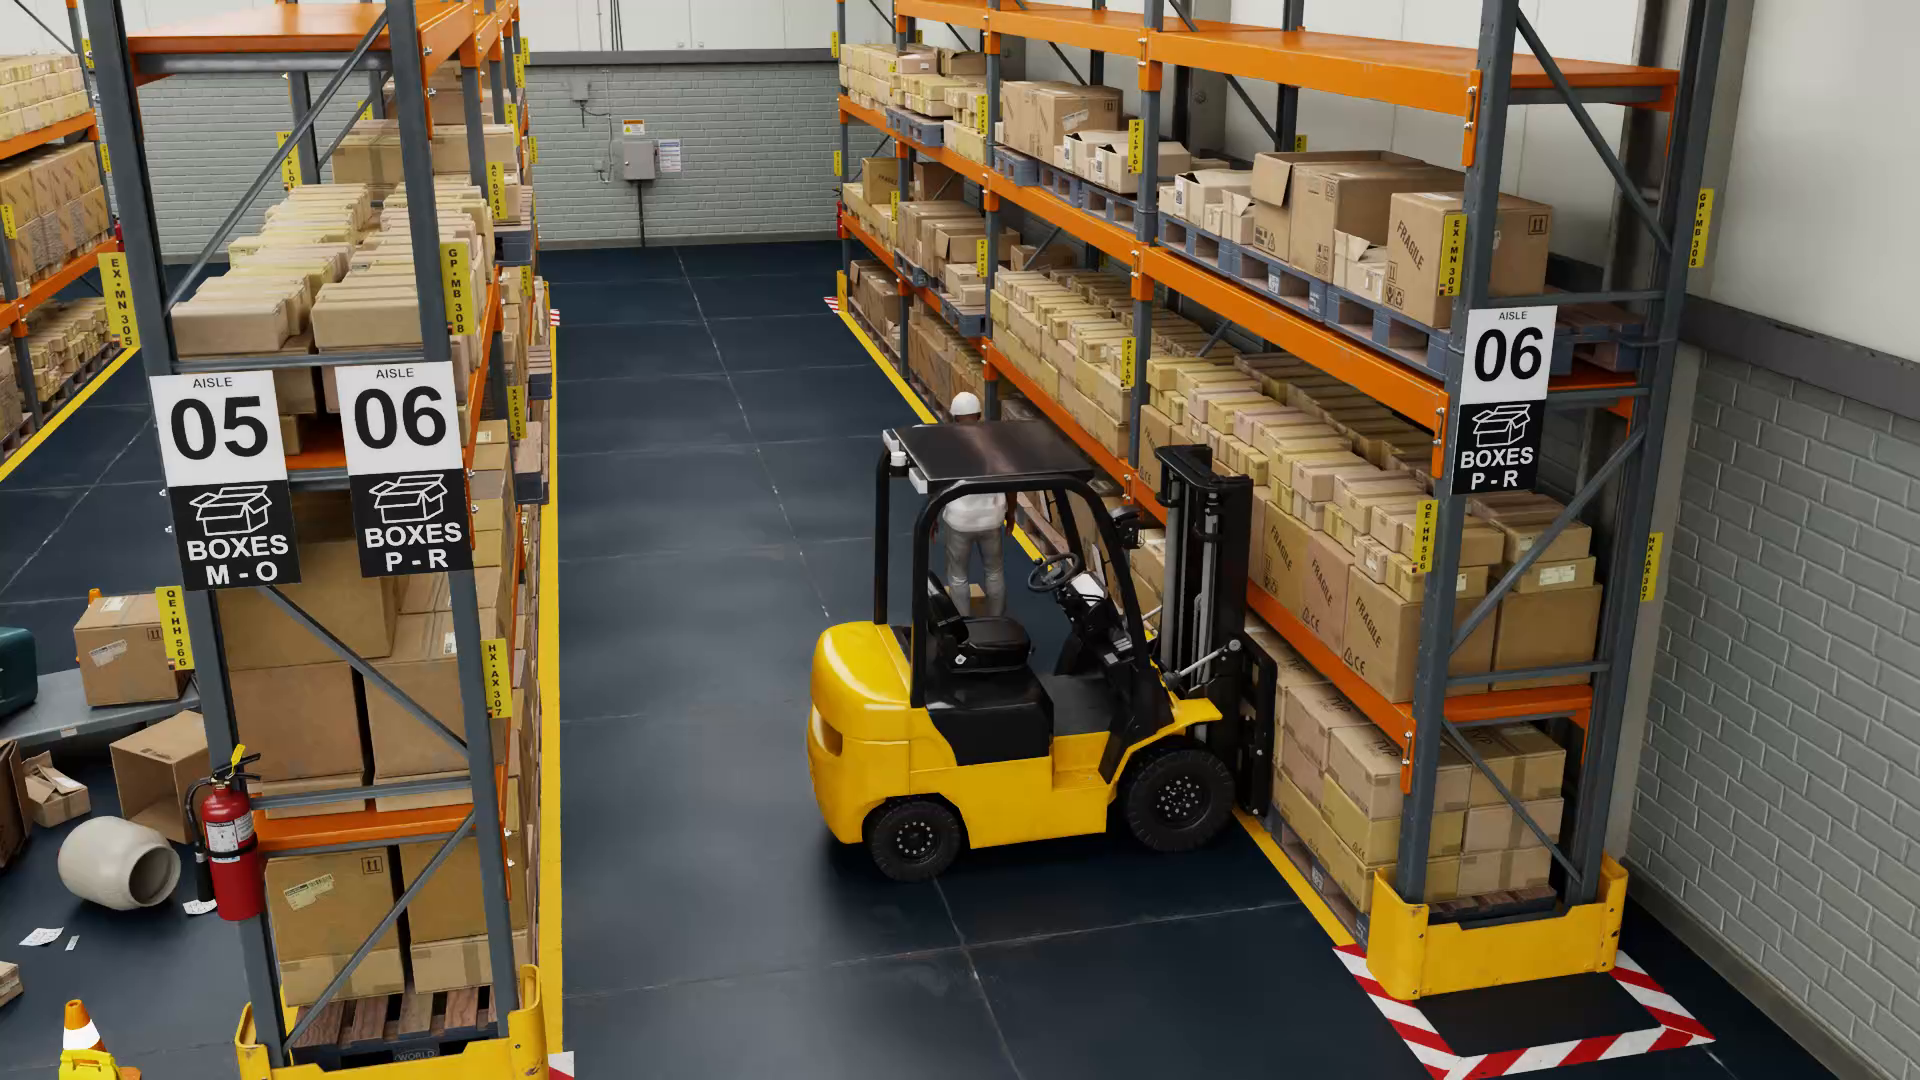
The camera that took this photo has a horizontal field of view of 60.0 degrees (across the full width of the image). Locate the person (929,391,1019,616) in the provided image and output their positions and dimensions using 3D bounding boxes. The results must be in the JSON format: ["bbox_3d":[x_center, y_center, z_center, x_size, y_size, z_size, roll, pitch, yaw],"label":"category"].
[{"bbox_3d":[0.091,-0.157,11.488,0.636,1.759,0.461,-4,20,-12],"label":"person"}]
